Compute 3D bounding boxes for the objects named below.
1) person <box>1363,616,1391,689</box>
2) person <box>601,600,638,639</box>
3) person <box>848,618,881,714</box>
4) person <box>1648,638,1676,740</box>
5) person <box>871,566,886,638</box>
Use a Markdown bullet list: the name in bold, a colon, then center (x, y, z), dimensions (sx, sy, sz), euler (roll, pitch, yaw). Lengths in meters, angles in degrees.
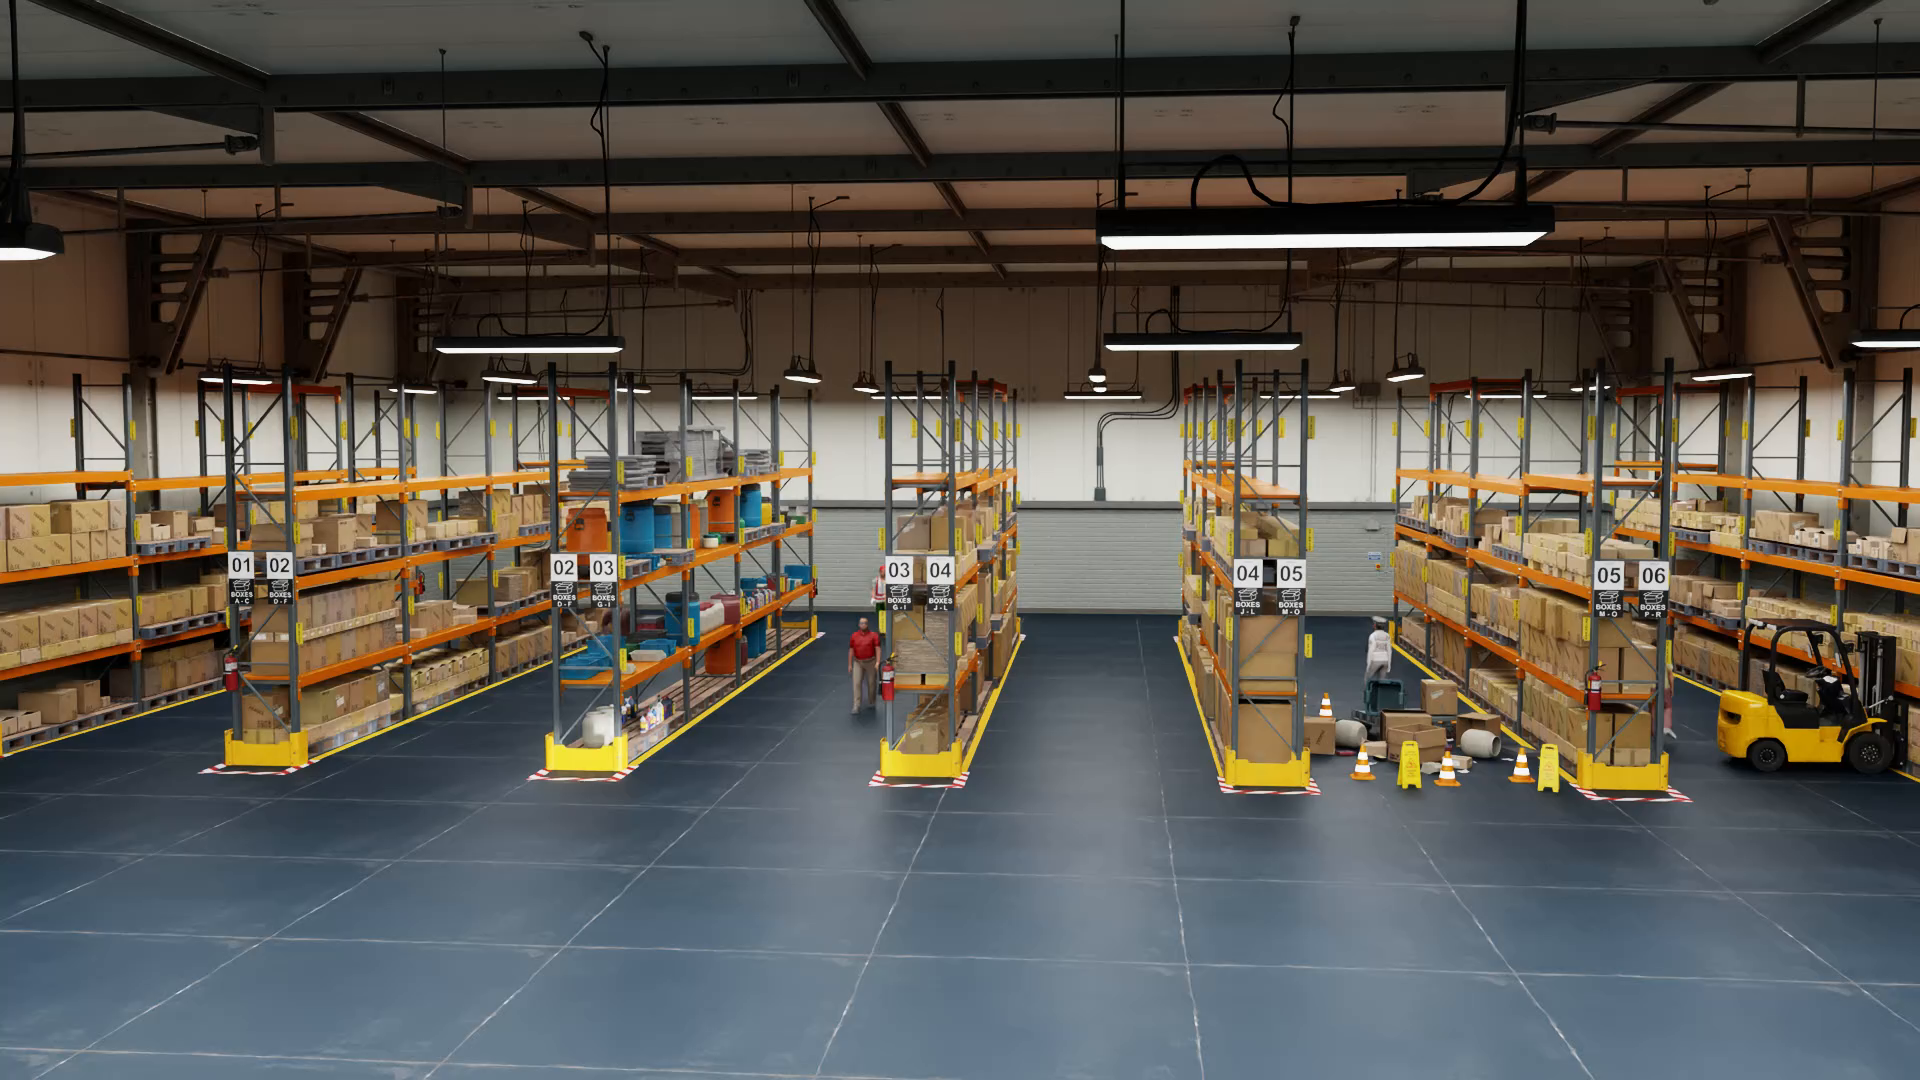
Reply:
- **person**: center (7.473, 2.223, 29.722), dimensions (0.512, 1.714, 0.344), euler (-2, 4, -22)
- **person**: center (-6.788, 1.981, 33.270), dimensions (0.689, 1.686, 0.669), euler (1, 4, 14)
- **person**: center (-1.703, 2.212, 29.505), dimensions (0.621, 1.654, 1.084), euler (0, 4, 6)
- **person**: center (11.244, 2.413, 26.727), dimensions (0.500, 1.670, 0.502), euler (1, 4, 10)
- **person**: center (-1.868, 1.484, 40.171), dimensions (0.559, 1.728, 1.096), euler (0, 4, 3)
